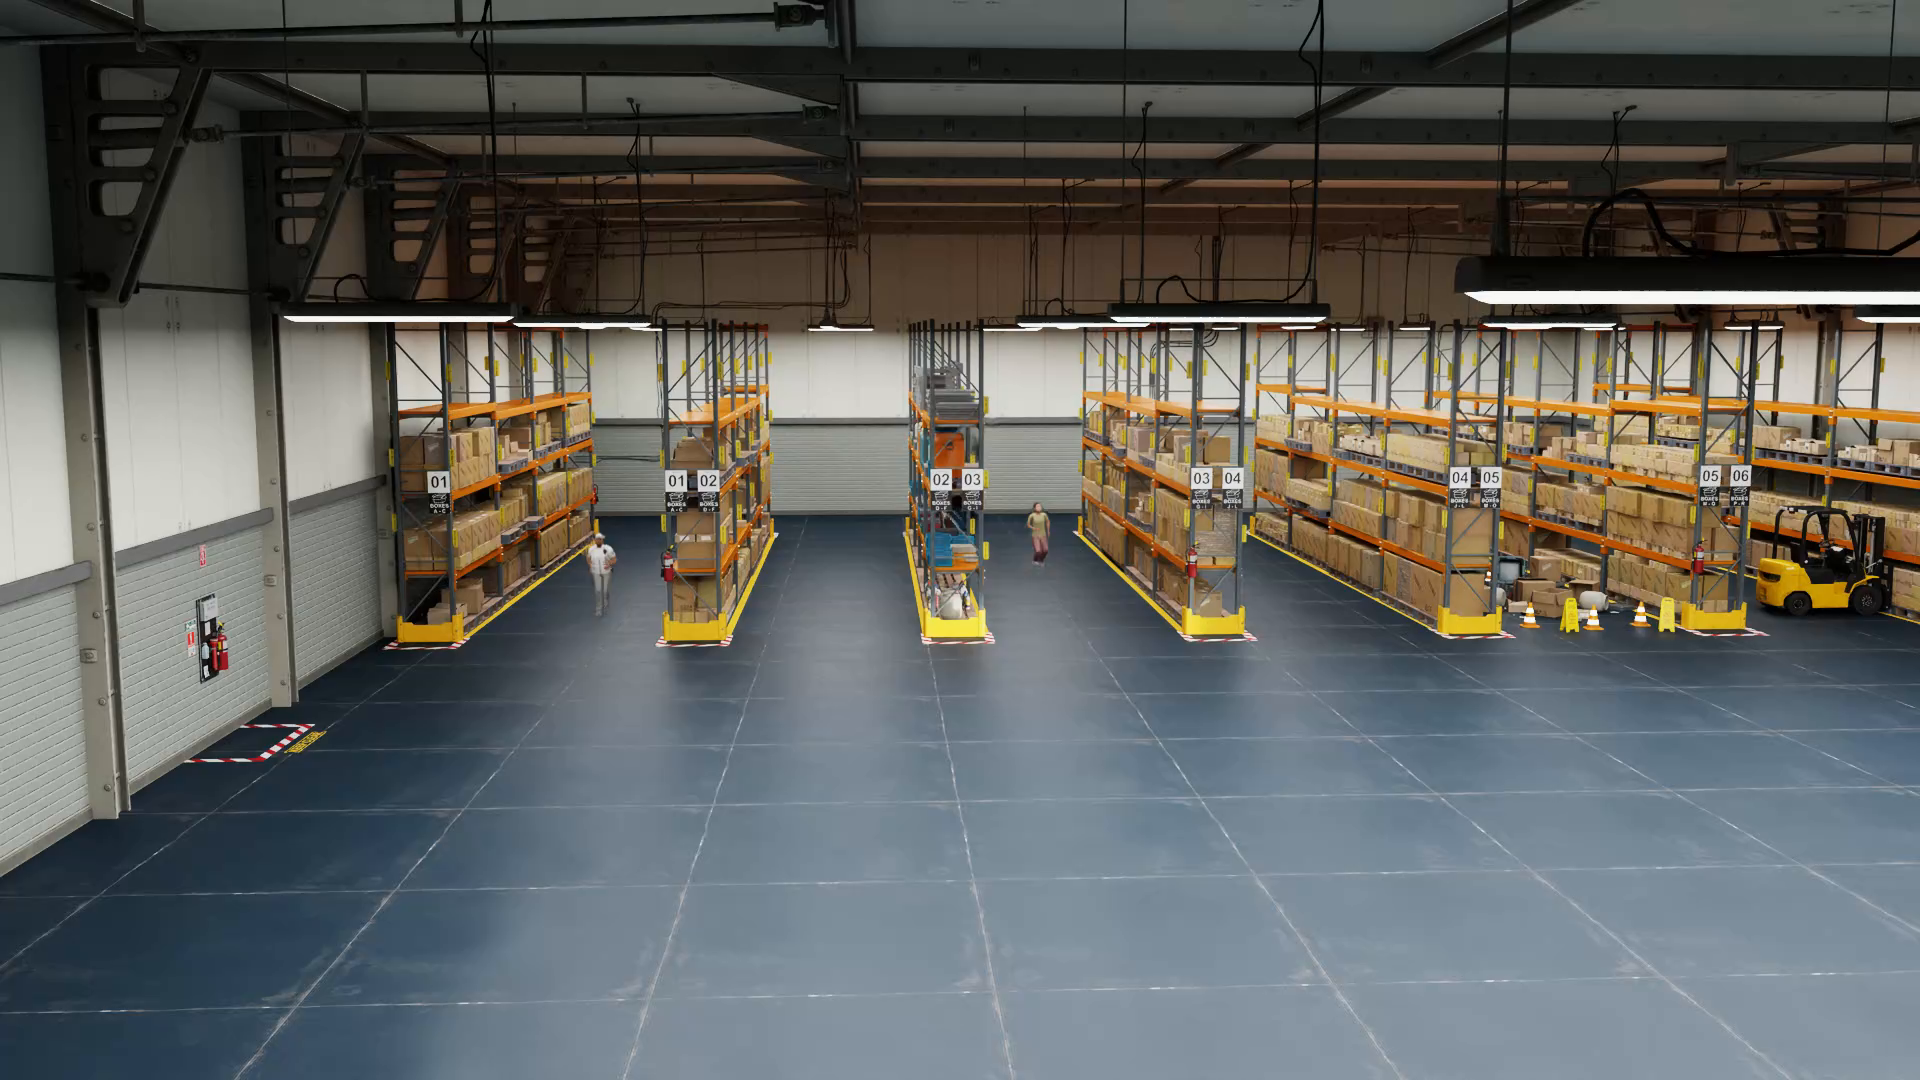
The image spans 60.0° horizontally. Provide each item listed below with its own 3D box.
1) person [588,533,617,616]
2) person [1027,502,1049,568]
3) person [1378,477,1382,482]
[{"bbox_3d":[-7.319,0.682,34.030,0.599,1.663,0.837,-1,7,-6],"label":"person"},{"bbox_3d":[1.881,-0.097,39.329,0.589,1.569,0.545,-2,7,-13],"label":"person"},{"bbox_3d":[12.855,-1.150,49.523,0.873,1.610,0.554,1,7,10],"label":"person"}]
